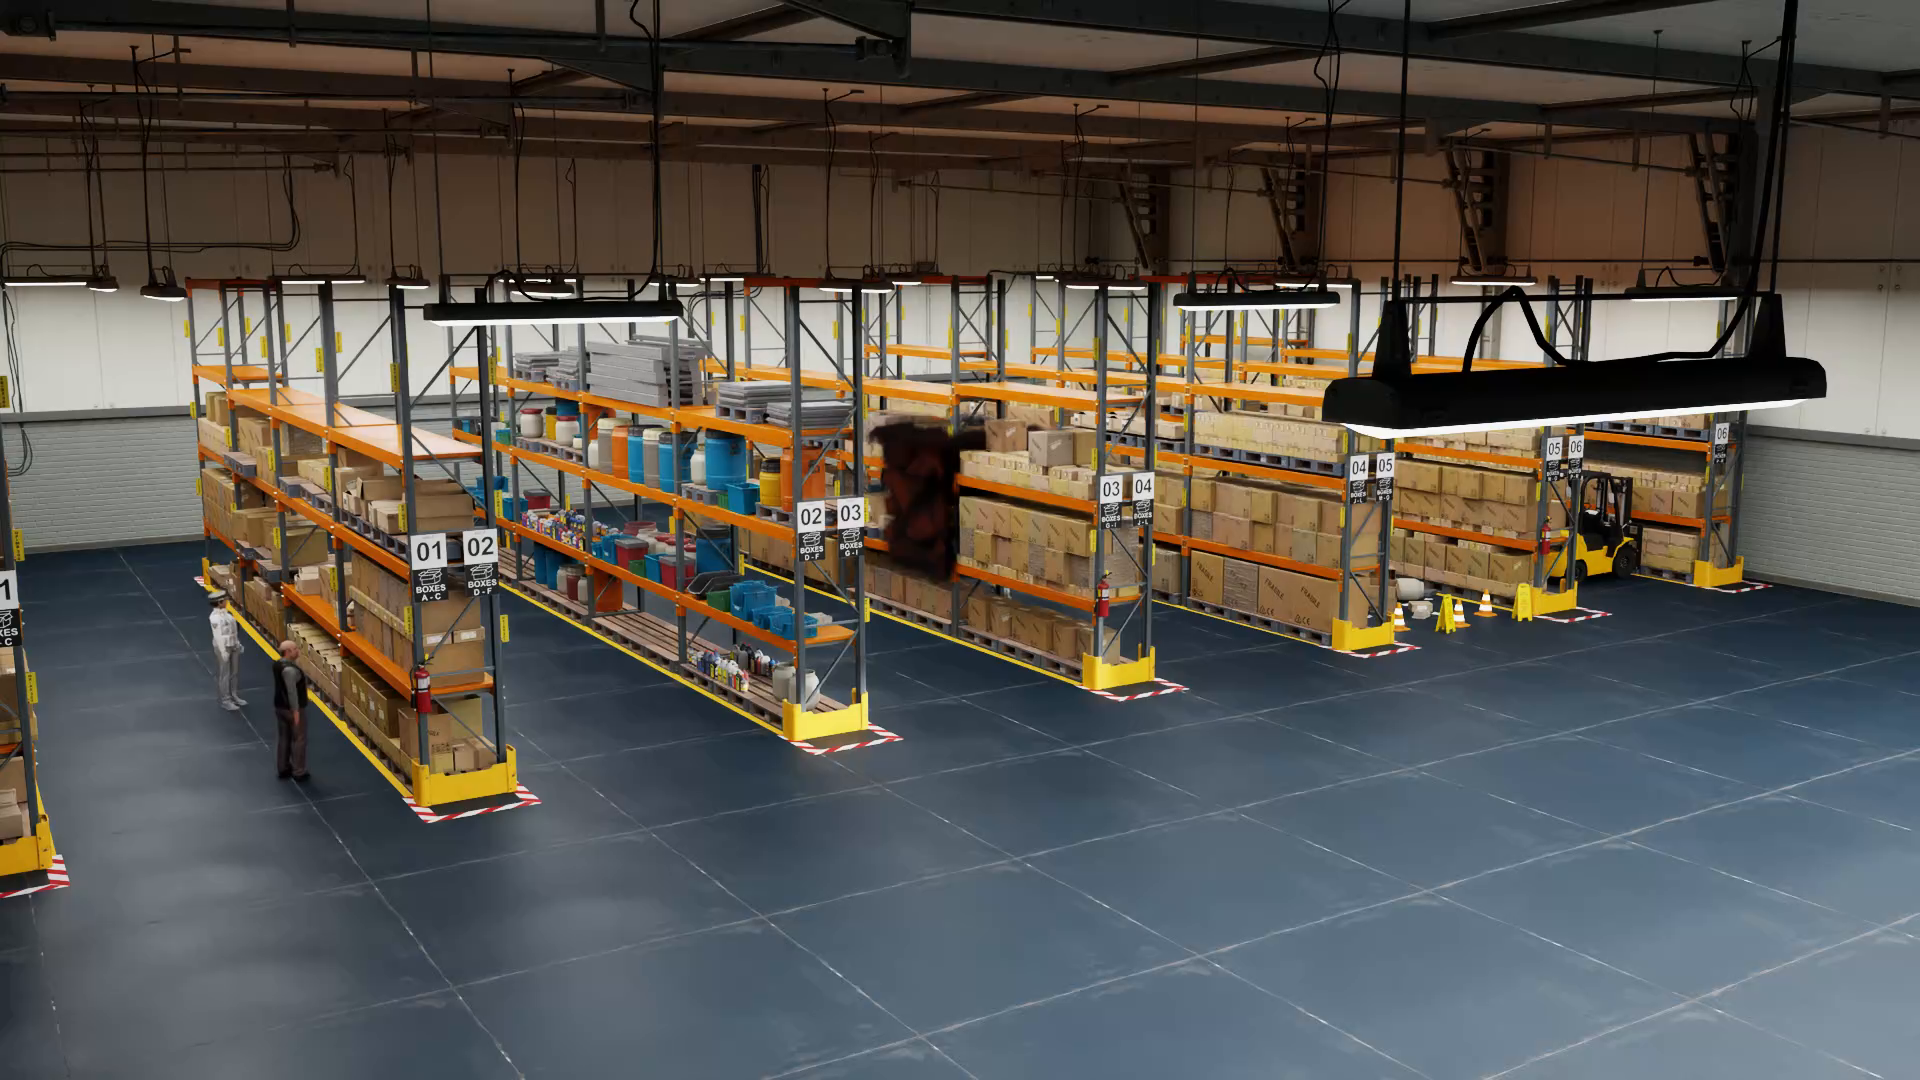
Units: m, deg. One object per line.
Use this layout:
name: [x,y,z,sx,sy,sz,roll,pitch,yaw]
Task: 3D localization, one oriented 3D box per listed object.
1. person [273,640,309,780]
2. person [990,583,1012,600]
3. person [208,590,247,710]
person: [-8.210,2.077,20.448,0.563,1.736,0.401,7,12,36]
person: [0.818,0.180,30.218,0.533,1.830,0.857,-6,11,-31]
person: [-10.460,1.562,23.786,0.436,1.703,0.514,1,10,7]
